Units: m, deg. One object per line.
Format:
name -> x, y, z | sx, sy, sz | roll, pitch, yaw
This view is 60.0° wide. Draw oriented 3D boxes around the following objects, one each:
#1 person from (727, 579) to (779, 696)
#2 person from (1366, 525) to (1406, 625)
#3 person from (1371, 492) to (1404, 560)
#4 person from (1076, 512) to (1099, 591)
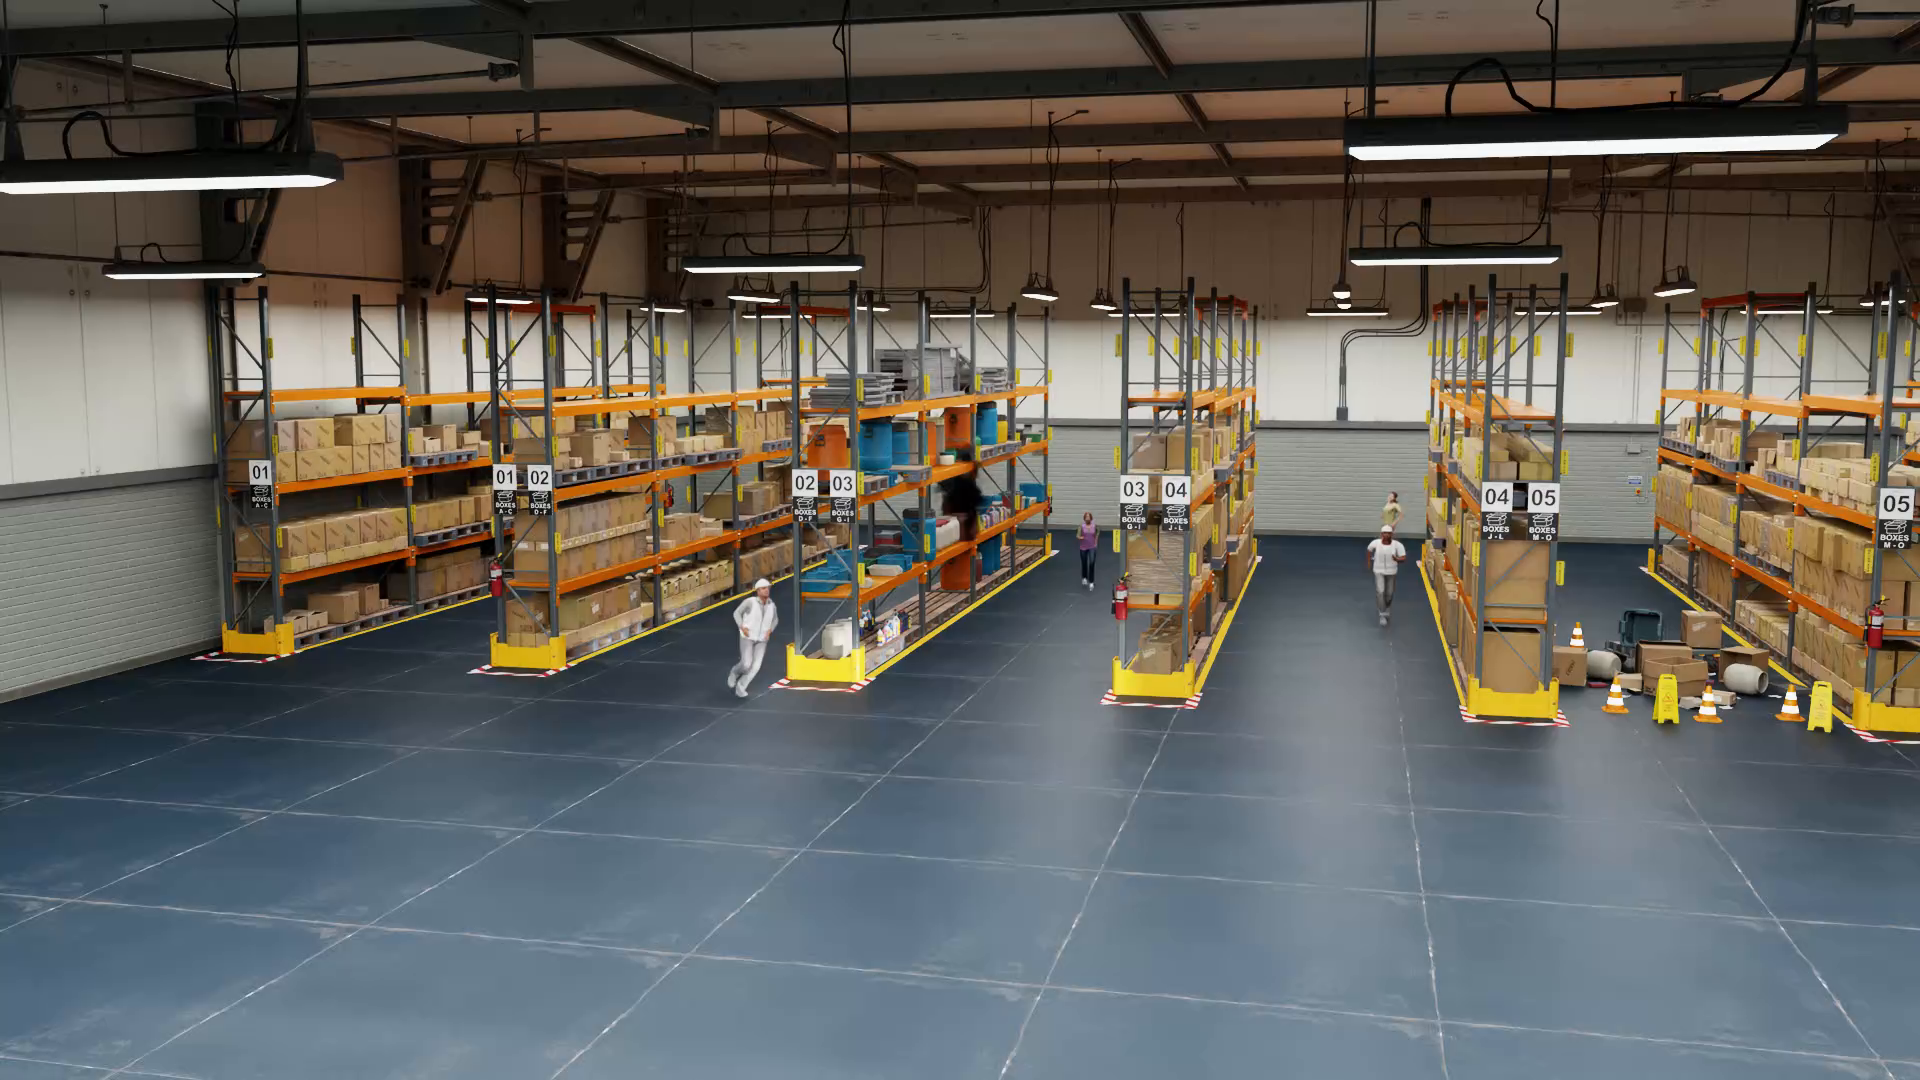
person -> -2.980, 1.400, 24.142 | 0.718, 1.685, 0.589 | -4, 7, -28
person -> 7.786, 0.607, 30.394 | 0.689, 1.775, 0.963 | 1, 7, 11
person -> 10.181, -0.338, 39.378 | 0.795, 1.634, 0.636 | -2, 7, -19
person -> 2.668, 0.211, 34.787 | 0.484, 1.631, 0.793 | 0, 7, 3
